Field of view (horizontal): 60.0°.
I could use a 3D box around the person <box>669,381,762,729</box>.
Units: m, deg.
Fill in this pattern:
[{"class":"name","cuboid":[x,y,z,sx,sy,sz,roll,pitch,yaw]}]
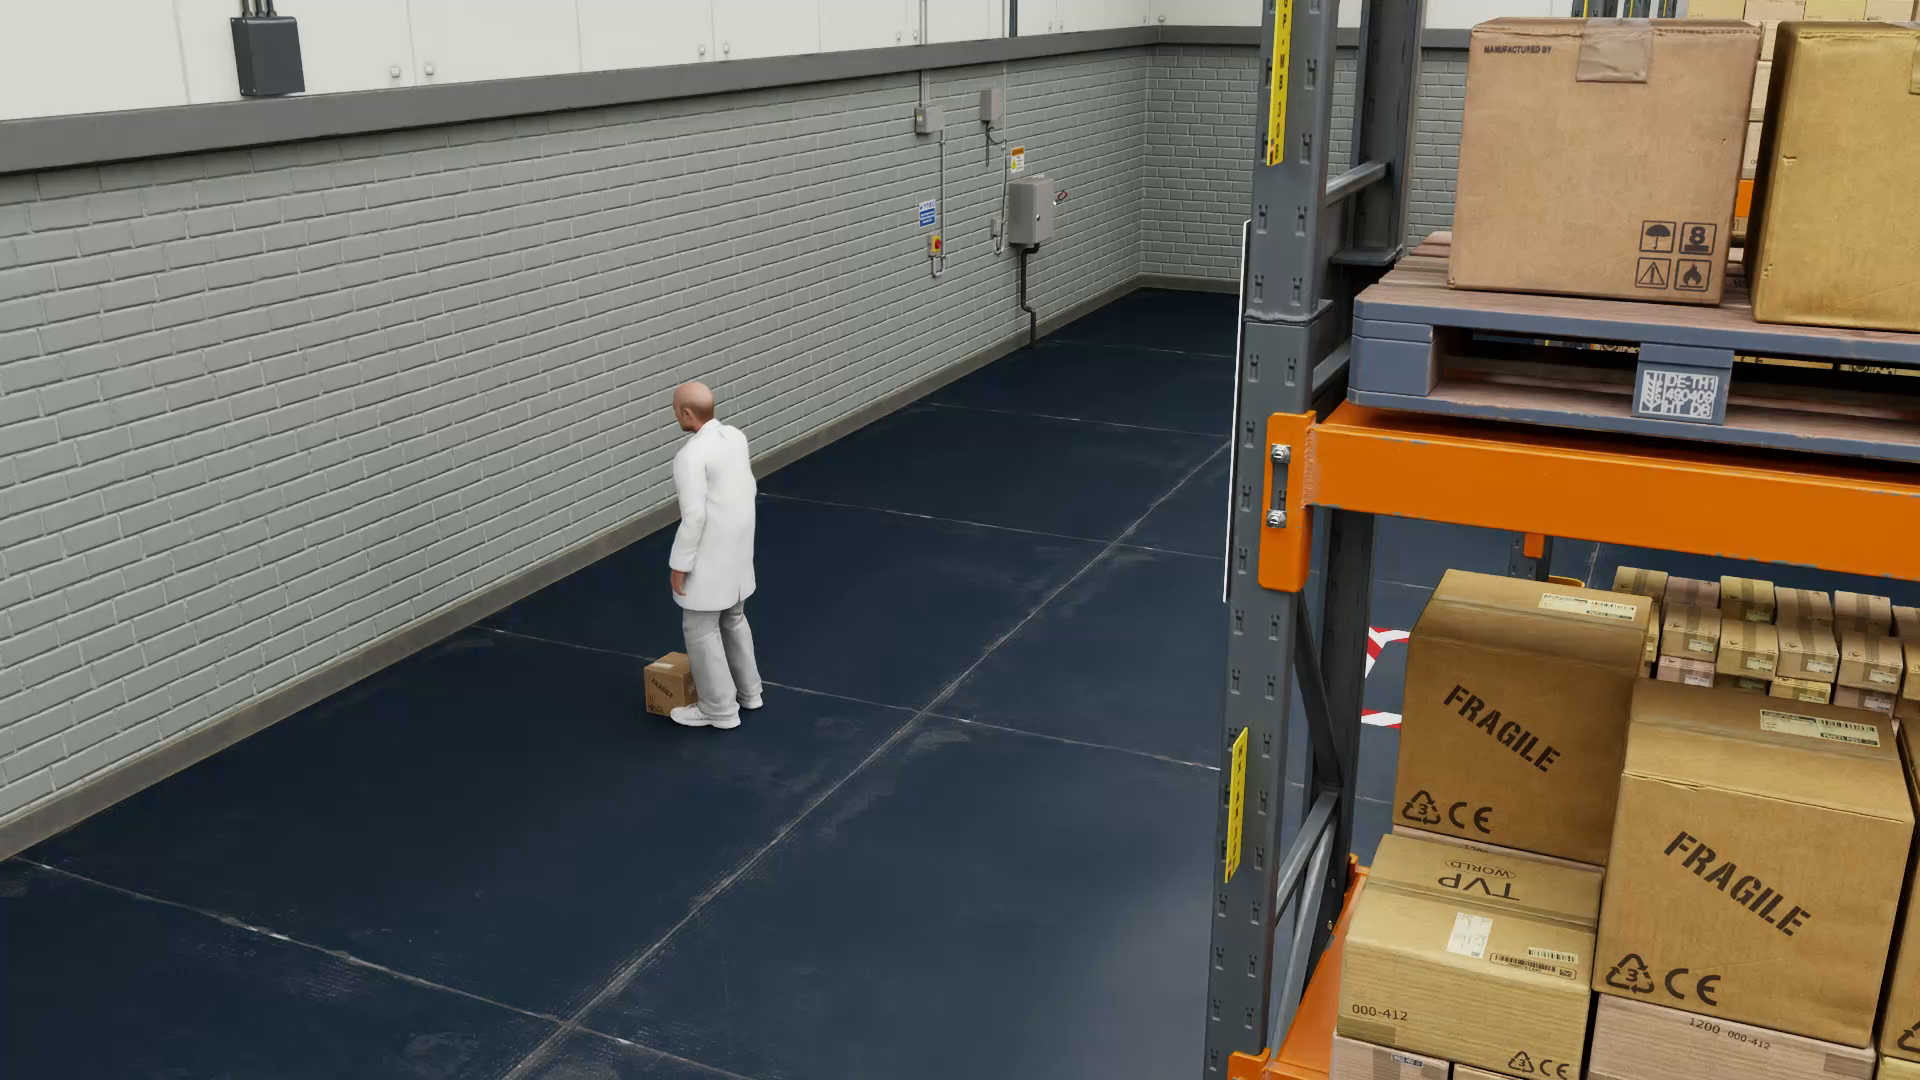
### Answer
[{"class":"person","cuboid":[-1.247,0.070,8.379,0.421,1.774,0.642,8,20,23]}]
